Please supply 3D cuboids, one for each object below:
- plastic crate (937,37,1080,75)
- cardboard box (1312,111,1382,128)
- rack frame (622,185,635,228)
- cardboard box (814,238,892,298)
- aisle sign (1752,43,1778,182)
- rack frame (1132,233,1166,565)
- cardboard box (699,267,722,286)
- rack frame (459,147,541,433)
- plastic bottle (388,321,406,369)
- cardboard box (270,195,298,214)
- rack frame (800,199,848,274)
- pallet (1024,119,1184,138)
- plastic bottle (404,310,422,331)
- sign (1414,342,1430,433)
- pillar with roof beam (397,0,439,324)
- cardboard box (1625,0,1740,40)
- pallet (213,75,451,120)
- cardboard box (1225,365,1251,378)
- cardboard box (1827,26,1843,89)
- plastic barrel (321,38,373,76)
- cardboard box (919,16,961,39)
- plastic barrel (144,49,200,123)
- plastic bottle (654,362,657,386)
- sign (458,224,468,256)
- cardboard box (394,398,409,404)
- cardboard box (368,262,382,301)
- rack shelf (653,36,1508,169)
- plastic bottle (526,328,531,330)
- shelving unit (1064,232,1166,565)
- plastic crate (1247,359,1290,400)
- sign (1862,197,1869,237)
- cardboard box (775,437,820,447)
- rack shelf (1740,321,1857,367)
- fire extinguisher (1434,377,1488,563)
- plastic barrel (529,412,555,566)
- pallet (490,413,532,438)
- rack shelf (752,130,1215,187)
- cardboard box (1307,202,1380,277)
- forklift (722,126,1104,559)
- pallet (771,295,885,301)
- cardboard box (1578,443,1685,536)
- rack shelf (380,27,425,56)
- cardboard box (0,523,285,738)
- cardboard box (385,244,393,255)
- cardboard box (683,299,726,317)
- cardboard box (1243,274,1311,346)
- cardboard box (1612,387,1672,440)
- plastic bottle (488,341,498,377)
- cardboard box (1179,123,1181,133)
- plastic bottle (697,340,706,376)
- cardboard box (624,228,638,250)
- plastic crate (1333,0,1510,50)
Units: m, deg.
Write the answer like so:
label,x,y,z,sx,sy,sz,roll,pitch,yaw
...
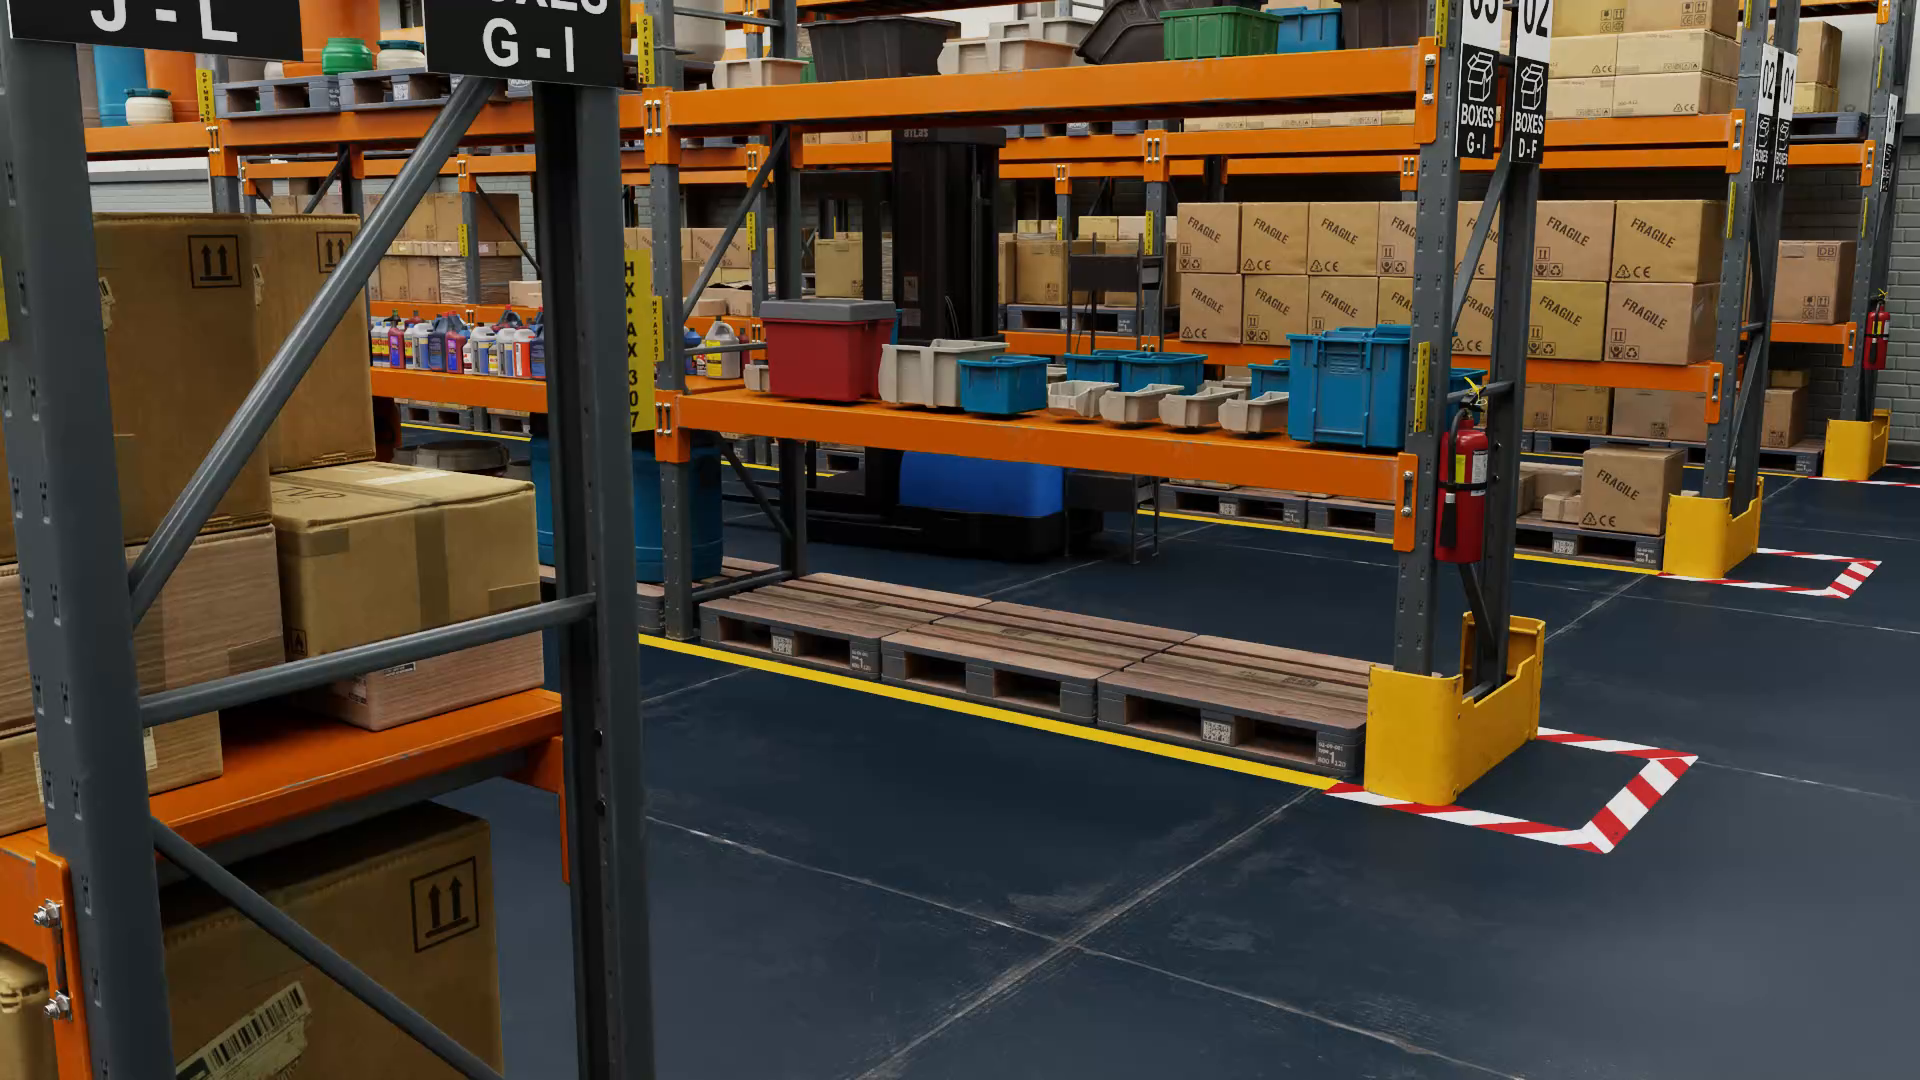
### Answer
label,x,y,z,sx,sy,sz,roll,pitch,yaw
plastic crate,0.196,-2.104,7.304,0.530,0.136,0.437,8,13,36
cardboard box,2.767,-2.967,11.467,0.500,0.250,0.500,8,13,36
rack frame,-5.024,-3.882,23.698,0.127,3.000,1.000,8,13,36
cardboard box,-0.931,-2.425,14.800,0.500,0.500,0.700,3,11,17
aisle sign,4.817,-2.546,9.948,0.004,0.787,0.394,8,13,36
rack frame,1.212,-0.902,10.663,0.015,2.100,0.400,6,13,29
cardboard box,-3.172,-3.487,21.997,0.500,0.250,0.500,8,13,35
rack frame,-4.729,-2.673,17.451,0.127,3.000,1.000,8,13,36
plastic bottle,-3.378,-1.173,10.005,0.133,0.283,0.061,8,13,36
cardboard box,-7.542,-3.749,19.331,0.500,0.500,0.700,8,14,36
rack frame,-1.800,-3.432,21.373,0.127,3.000,1.000,8,13,36
pallet,1.235,-3.238,12.969,1.003,0.211,1.213,8,13,36
plastic bottle,-3.675,-1.402,11.188,0.133,0.283,0.061,8,13,36
sign,1.696,-0.560,6.100,0.005,0.325,0.100,8,13,36
pillar with roof beam,-11.332,-6.896,23.486,0.400,9.000,9.100,8,13,36
cardboard box,4.519,-3.392,10.374,0.500,0.500,0.700,8,13,36
pallet,-3.881,-2.745,10.420,1.213,0.211,1.003,8,13,36
cardboard box,3.329,-1.836,17.677,0.750,0.750,0.750,8,14,37
cardboard box,7.427,-4.225,14.624,0.500,0.500,0.500,7,13,33
plastic barrel,-3.722,-2.914,10.101,0.294,0.245,0.294,0,11,0
cardboard box,-0.335,-4.072,13.886,0.500,0.500,0.500,8,13,36
plastic barrel,-5.500,-3.348,11.912,0.708,0.830,0.600,8,13,36
plastic bottle,-1.666,-0.935,8.986,0.097,0.201,0.097,0,11,0
sign,-5.056,-3.052,16.921,0.005,0.325,0.100,8,13,36
cardboard box,-6.041,-1.660,18.346,0.500,0.250,0.500,8,13,36
cardboard box,-6.335,-2.944,18.587,0.500,0.500,0.700,8,14,37
rack shelf,0.396,-1.911,7.505,4.000,0.370,1.077,8,13,36
plastic bottle,-2.475,-1.082,9.563,0.097,0.271,0.097,0,11,0
shelving unit,1.000,-0.925,10.781,0.503,2.100,0.431,6,13,29
plastic crate,1.473,-0.666,7.357,0.300,0.233,0.416,8,13,36
sign,7.540,-2.686,13.846,0.005,0.325,0.100,8,13,36
cardboard box,-1.307,-1.117,14.831,0.500,0.500,0.500,9,14,38
rack shelf,6.260,-1.955,15.630,4.000,0.370,1.077,8,13,36
fire extinguisher,1.861,-0.259,6.155,0.183,0.674,0.296,8,13,36
plastic barrel,-2.215,-0.335,9.785,0.708,0.901,0.600,8,13,36
pallet,-4.112,-1.227,17.319,1.213,0.211,1.003,8,13,36
rack shelf,0.107,-3.118,13.748,4.000,0.370,1.077,8,13,36
cardboard box,2.763,-2.102,11.602,0.500,0.500,0.500,7,13,34
forklift,-0.547,-1.498,11.557,3.031,2.935,1.130,6,13,29
pallet,-0.917,-2.064,14.806,1.003,0.211,1.213,8,13,36
cardboard box,4.359,-0.336,10.794,0.500,0.500,0.500,8,13,36
rack shelf,-6.341,-5.294,18.150,4.000,0.370,1.077,8,13,36
cardboard box,-1.471,0.106,2.698,0.500,0.250,0.500,8,13,35
cardboard box,-6.097,-3.182,18.107,0.250,0.149,0.380,8,14,37
cardboard box,-2.393,-2.159,15.454,0.250,0.149,0.380,8,13,36
cardboard box,2.383,-1.667,11.986,0.500,0.500,0.500,8,14,37
cardboard box,6.440,-1.238,15.507,0.500,0.500,0.700,7,13,34
plastic bottle,-2.644,-1.035,9.506,0.097,0.201,0.097,0,11,0
cardboard box,2.746,-4.559,17.878,0.500,0.500,0.700,9,14,38
plastic bottle,-1.470,-1.050,9.584,0.097,0.201,0.097,0,11,0
cardboard box,-4.424,-4.029,22.828,0.500,0.500,0.500,8,14,36
plastic crate,1.863,-2.061,6.732,0.590,0.269,0.497,8,13,36
